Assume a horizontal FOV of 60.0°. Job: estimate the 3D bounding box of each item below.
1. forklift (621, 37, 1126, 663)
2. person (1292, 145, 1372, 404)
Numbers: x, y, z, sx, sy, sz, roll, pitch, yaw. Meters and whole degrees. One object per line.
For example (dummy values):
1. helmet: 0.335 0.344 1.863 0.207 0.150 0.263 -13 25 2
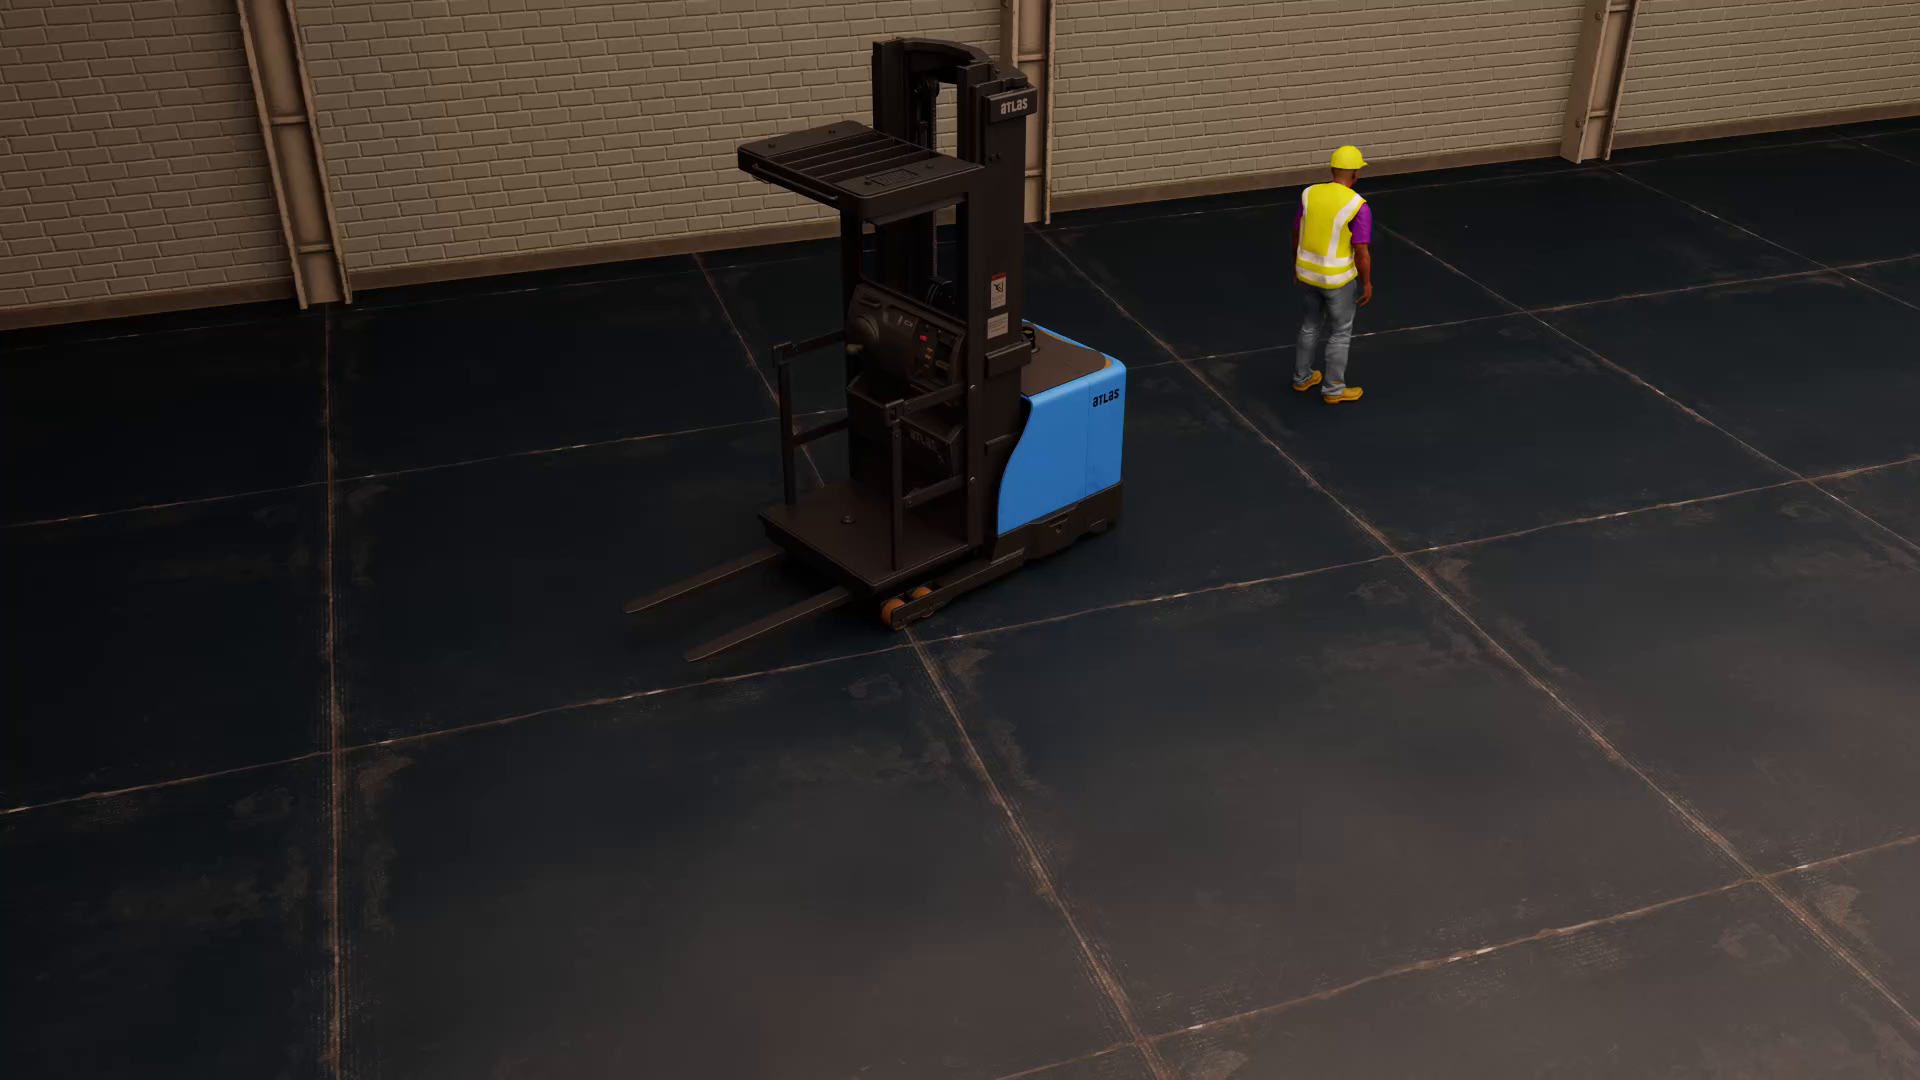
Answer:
1. forklift: -0.461 -1.072 8.951 3.031 2.935 1.130 -23 37 -34
2. person: 2.553 -1.831 11.446 0.454 1.761 0.636 -23 37 -35
